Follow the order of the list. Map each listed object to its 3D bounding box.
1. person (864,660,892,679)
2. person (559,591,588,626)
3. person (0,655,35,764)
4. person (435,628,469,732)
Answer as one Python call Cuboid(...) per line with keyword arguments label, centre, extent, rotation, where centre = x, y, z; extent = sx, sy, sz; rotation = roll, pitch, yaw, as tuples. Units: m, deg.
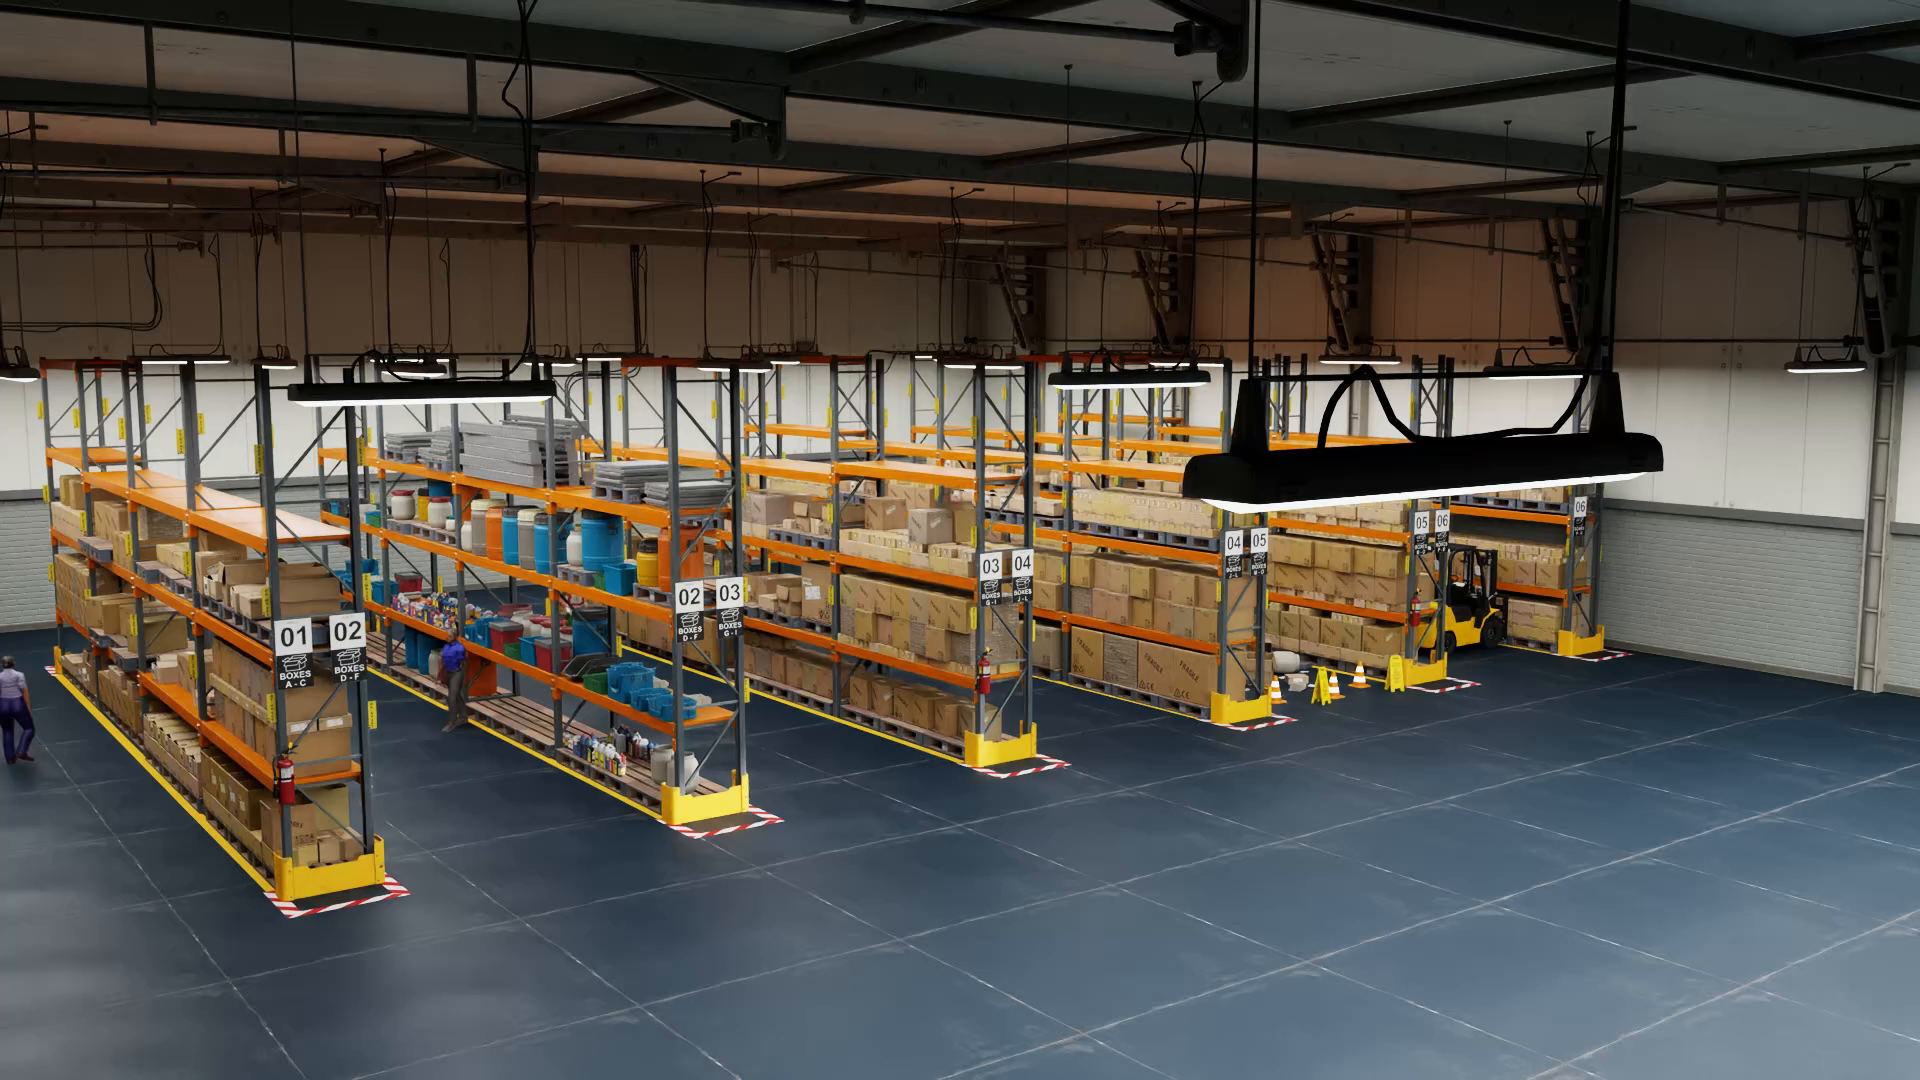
Cuboid(label="person", centre=(-1.504, 1.909, 30.407), extent=(0.458, 1.533, 0.994), rotation=(-5, 9, -38))
Cuboid(label="person", centre=(-7.882, 1.427, 33.965), extent=(0.659, 1.686, 0.639), rotation=(-3, 8, -25))
Cuboid(label="person", centre=(-14.164, 2.542, 24.853), extent=(0.523, 1.646, 0.490), rotation=(-1, 7, -10))
Cuboid(label="person", centre=(-8.299, 2.265, 27.160), extent=(0.465, 1.678, 0.613), rotation=(6, 9, 40))
